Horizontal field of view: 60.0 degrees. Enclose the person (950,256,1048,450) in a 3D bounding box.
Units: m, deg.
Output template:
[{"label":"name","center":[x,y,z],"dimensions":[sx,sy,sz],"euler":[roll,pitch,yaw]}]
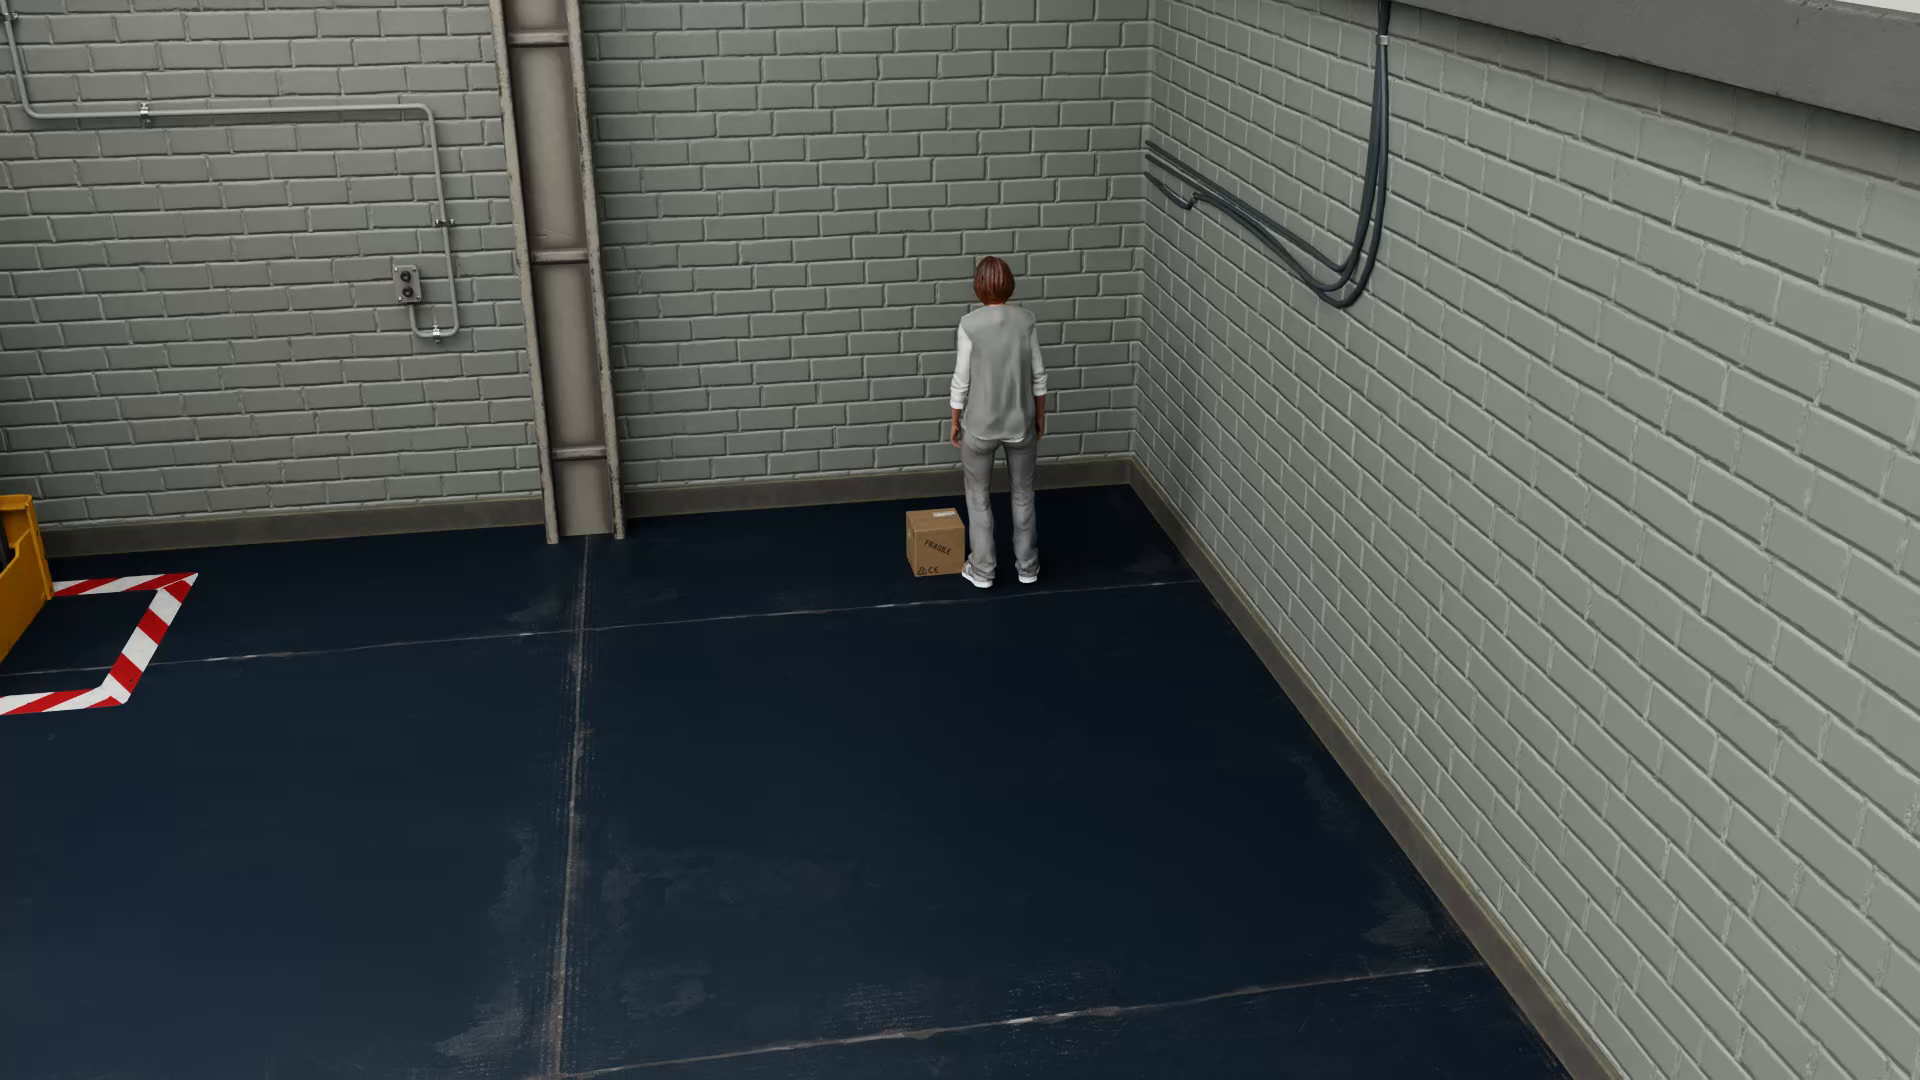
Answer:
[{"label":"person","center":[0.175,-0.799,7.724],"dimensions":[0.461,0.796,0.333],"euler":[-5,24,-10]}]
